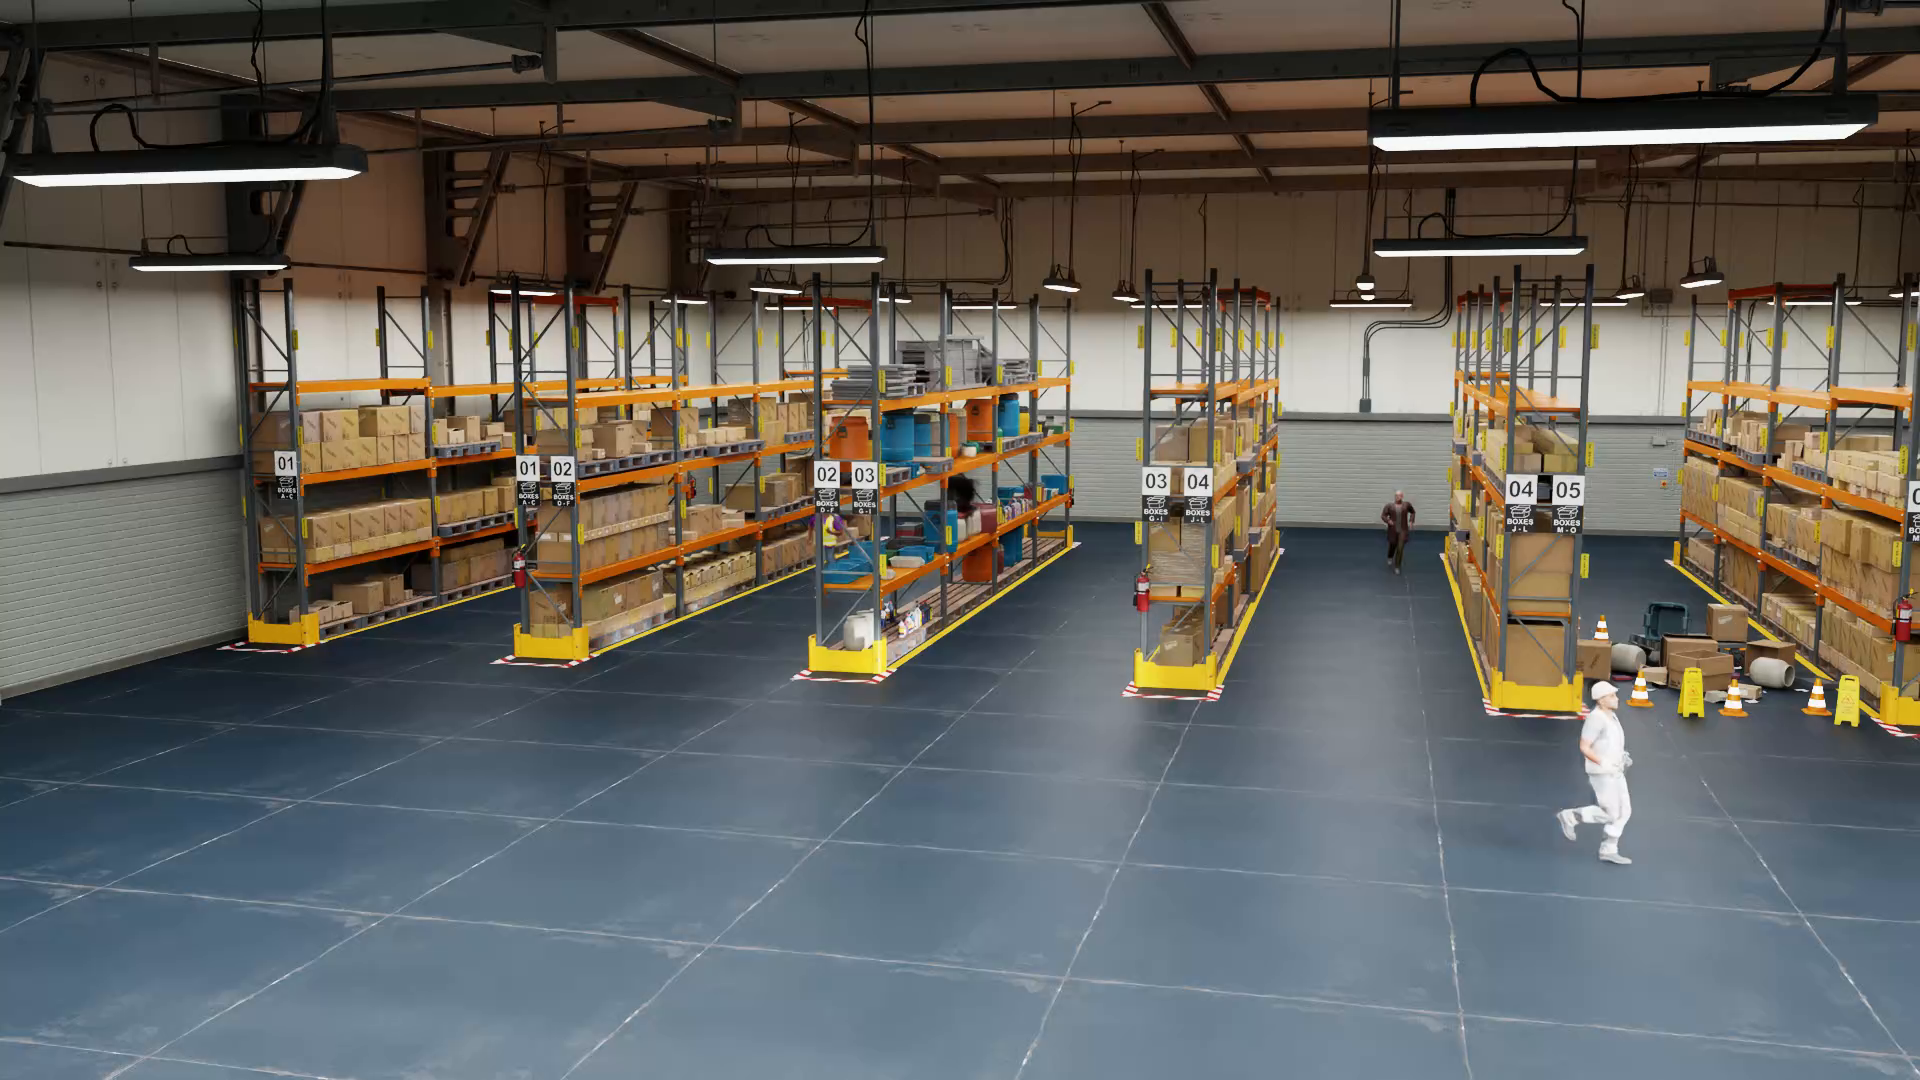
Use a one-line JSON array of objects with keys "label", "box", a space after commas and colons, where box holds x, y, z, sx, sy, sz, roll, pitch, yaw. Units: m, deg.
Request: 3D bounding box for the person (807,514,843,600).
[{"label": "person", "box": [-2.489, 0.146, 30.638, 0.682, 1.820, 0.819, 0, 7, 3]}]

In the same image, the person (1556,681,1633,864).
[{"label": "person", "box": [6.181, 2.225, 16.050, 0.676, 1.749, 0.656, 6, 9, 39]}]

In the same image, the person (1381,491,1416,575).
[{"label": "person", "box": [9.486, -0.185, 36.013, 0.719, 1.783, 1.001, 2, 7, 15]}]
